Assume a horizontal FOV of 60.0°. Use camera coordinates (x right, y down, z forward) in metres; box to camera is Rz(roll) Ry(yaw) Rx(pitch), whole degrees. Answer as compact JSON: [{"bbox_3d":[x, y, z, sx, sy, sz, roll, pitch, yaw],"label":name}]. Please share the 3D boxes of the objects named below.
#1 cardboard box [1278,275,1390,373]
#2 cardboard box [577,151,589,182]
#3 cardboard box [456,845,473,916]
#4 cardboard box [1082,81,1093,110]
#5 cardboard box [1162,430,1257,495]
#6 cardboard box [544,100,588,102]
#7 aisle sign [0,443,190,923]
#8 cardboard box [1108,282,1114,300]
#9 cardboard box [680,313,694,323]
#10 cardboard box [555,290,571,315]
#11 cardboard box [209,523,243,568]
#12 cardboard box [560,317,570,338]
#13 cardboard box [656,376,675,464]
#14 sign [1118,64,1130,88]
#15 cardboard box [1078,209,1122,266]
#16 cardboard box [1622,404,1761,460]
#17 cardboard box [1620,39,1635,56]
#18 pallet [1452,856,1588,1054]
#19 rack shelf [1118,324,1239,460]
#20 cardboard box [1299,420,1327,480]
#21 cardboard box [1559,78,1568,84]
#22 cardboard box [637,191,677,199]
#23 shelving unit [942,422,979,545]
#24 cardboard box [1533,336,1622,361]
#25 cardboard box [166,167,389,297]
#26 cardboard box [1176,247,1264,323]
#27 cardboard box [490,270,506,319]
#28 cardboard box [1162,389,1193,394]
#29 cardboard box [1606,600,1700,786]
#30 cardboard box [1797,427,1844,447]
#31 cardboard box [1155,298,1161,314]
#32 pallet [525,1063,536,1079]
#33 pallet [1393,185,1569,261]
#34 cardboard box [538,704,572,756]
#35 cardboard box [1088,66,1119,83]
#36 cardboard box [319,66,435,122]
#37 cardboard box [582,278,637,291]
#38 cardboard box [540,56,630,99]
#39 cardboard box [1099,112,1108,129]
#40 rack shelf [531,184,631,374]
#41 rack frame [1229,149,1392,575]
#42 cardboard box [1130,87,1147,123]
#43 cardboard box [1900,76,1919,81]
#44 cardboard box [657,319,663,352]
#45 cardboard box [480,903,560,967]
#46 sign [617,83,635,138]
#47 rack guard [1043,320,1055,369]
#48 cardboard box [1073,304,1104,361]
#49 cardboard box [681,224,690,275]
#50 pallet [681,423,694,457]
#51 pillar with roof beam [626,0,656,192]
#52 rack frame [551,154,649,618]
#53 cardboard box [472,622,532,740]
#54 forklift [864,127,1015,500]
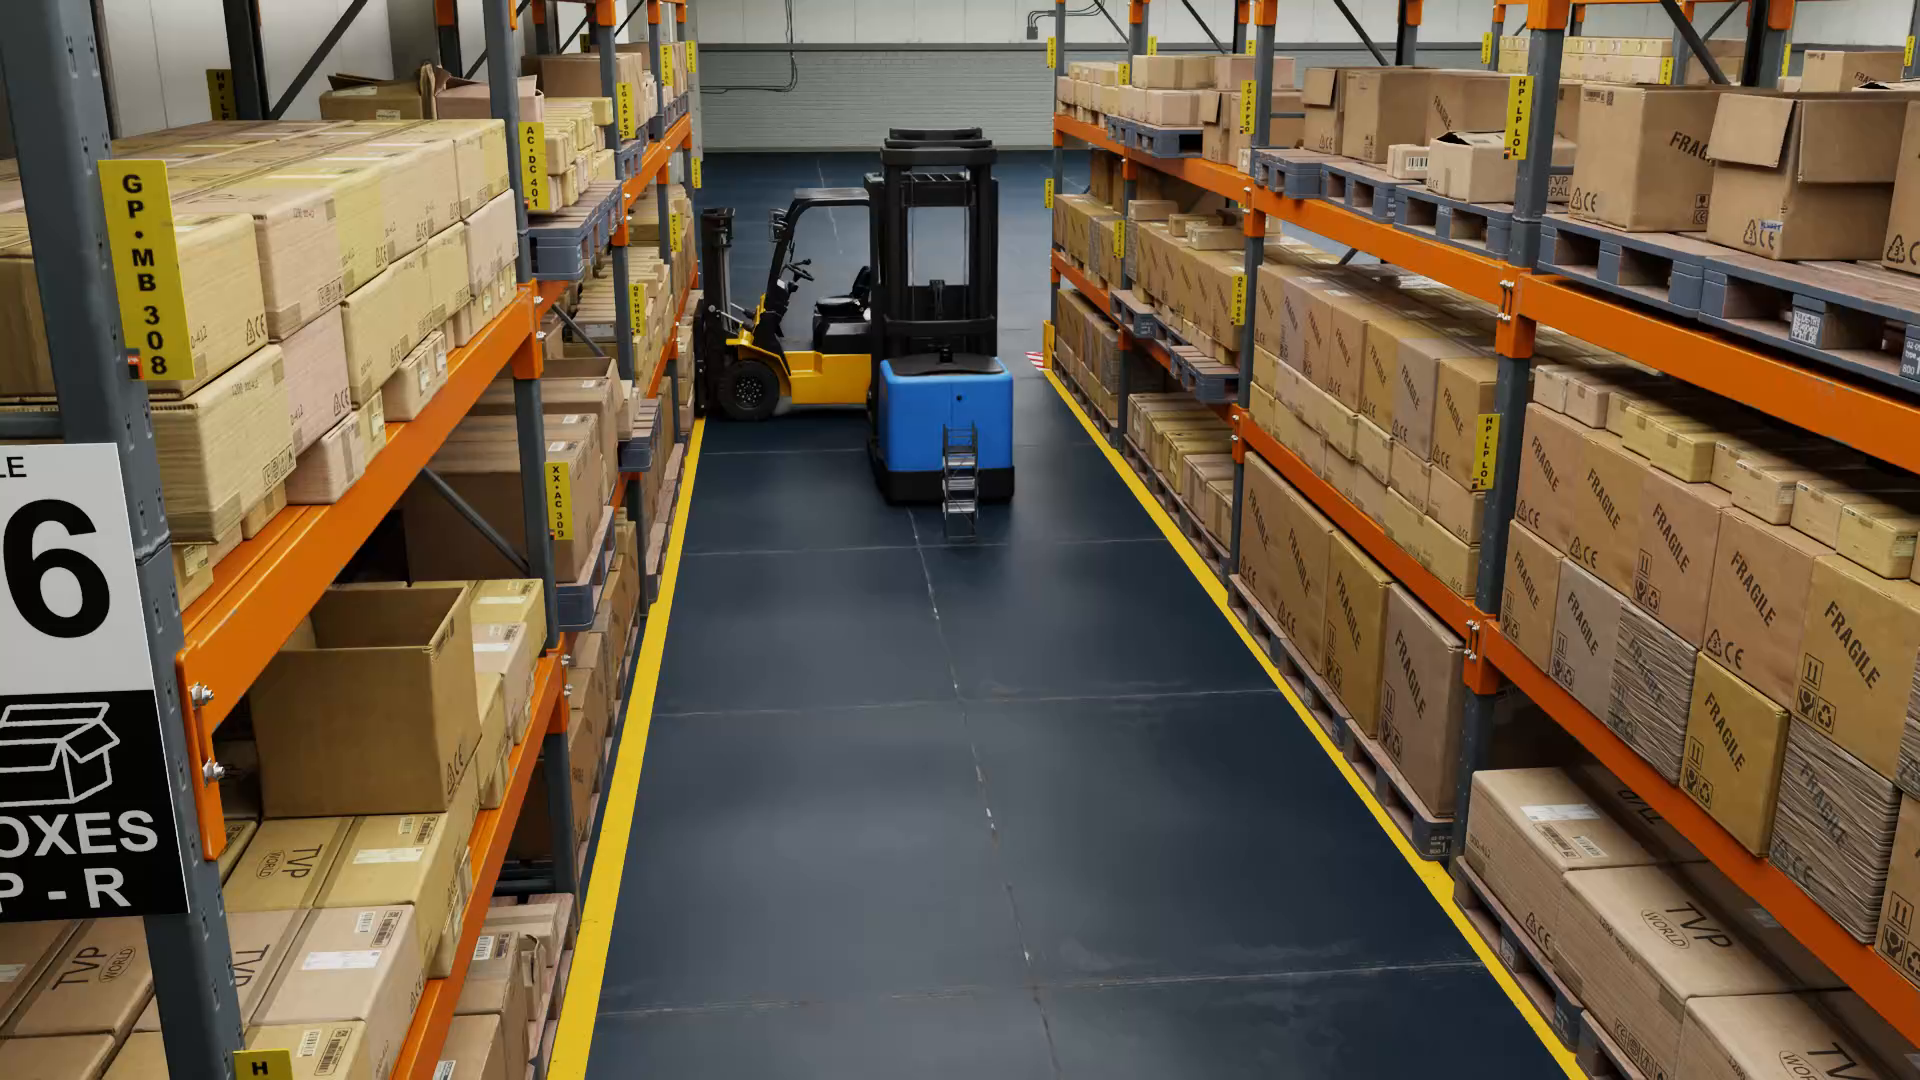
[{"bbox_3d":[2.230,-1.294,9.954,0.500,0.500,0.500,-2,18,-5],"label":"cardboard box"},{"bbox_3d":[-1.906,-1.690,7.595,0.380,0.149,0.250,-2,18,-6],"label":"cardboard box"},{"bbox_3d":[-1.642,1.017,4.848,0.380,0.149,0.250,-1,17,-4],"label":"cardboard box"},{"bbox_3d":[1.477,-4.341,16.243,0.500,0.250,0.500,-1,17,-4],"label":"cardboard box"},{"bbox_3d":[2.156,-0.632,13.368,0.950,0.372,0.625,-1,17,-4],"label":"cardboard box"},{"bbox_3d":[-2.324,-2.433,9.500,0.380,0.149,0.250,-2,18,-8],"label":"cardboard box"},{"bbox_3d":[-1.451,0.238,2.571,0.394,0.787,0.004,-2,18,-6],"label":"aisle sign"},{"bbox_3d":[1.580,-2.303,15.425,0.380,0.149,0.250,-1,17,-4],"label":"cardboard box"},{"bbox_3d":[-2.878,-2.085,16.530,0.500,0.250,0.500,-2,18,-7],"label":"cardboard box"},{"bbox_3d":[-2.959,-1.669,11.736,0.380,0.149,0.250,-2,18,-6],"label":"cardboard box"},{"bbox_3d":[-1.605,-0.024,3.157,0.380,0.149,0.250,-1,17,-5],"label":"cardboard box"},{"bbox_3d":[-2.953,-1.361,11.420,0.500,0.250,0.500,-2,18,-5],"label":"cardboard box"},{"bbox_3d":[-2.923,-1.021,14.183,0.875,0.625,0.625,-1,17,-3],"label":"cardboard box"},{"bbox_3d":[1.410,-3.921,14.289,0.100,0.325,0.005,-2,18,-6],"label":"sign"},{"bbox_3d":[1.480,-3.037,16.680,0.500,0.500,0.500,-2,18,-7],"label":"cardboard box"},{"bbox_3d":[2.624,-0.385,5.976,0.380,0.149,0.250,-2,18,-6],"label":"cardboard box"},{"bbox_3d":[6.456,-4.635,15.644,0.380,0.149,0.250,-2,18,-6],"label":"cardboard box"},{"bbox_3d":[2.775,1.680,6.973,1.003,0.211,1.213,-2,18,-6],"label":"pallet"},{"bbox_3d":[2.155,-1.324,13.086,1.077,0.370,4.000,-2,18,-6],"label":"rack shelf"},{"bbox_3d":[2.281,-0.537,9.630,0.500,0.250,0.500,-1,17,-4],"label":"cardboard box"},{"bbox_3d":[6.323,-4.633,16.970,0.380,0.149,0.250,-2,18,-5],"label":"cardboard box"},{"bbox_3d":[-3.092,-3.473,16.984,0.380,0.149,0.250,-2,18,-5],"label":"cardboard box"},{"bbox_3d":[0.001,-0.427,12.535,0.258,0.900,0.210,-2,18,-6],"label":"shelving unit"},{"bbox_3d":[2.935,-0.695,8.046,0.500,0.500,0.500,-2,18,-6],"label":"cardboard box"},{"bbox_3d":[-1.645,-0.714,3.856,0.500,0.250,0.500,-2,18,-6],"label":"cardboard box"},{"bbox_3d":[1.921,-1.892,12.331,0.500,0.500,0.500,-3,18,-9],"label":"cardboard box"},{"bbox_3d":[-1.810,-0.865,5.836,0.380,0.149,0.250,-2,18,-6],"label":"cardboard box"},{"bbox_3d":[2.157,-1.335,15.812,0.500,0.250,0.500,-3,18,-8],"label":"cardboard box"},{"bbox_3d":[2.655,0.519,5.848,0.500,0.500,0.500,-2,18,-5],"label":"cardboard box"},{"bbox_3d":[3.163,-0.327,5.791,0.380,0.149,0.250,-2,18,-6],"label":"cardboard box"},{"bbox_3d":[1.799,-1.934,13.548,0.380,0.149,0.250,-2,17,-5],"label":"cardboard box"},{"bbox_3d":[-1.964,2.175,5.398,1.003,0.211,1.213,-2,18,-6],"label":"pallet"},{"bbox_3d":[2.630,-1.491,7.729,0.805,0.209,1.217,-2,18,-8],"label":"pallet"},{"bbox_3d":[-1.935,0.843,7.374,0.380,0.149,0.250,-1,17,-3],"label":"cardboard box"},{"bbox_3d":[1.444,-4.501,16.087,0.380,0.149,0.250,-2,17,-5],"label":"cardboard box"},{"bbox_3d":[-2.263,-1.713,6.480,0.396,0.266,0.258,-2,18,-6],"label":"cardboard box"},{"bbox_3d":[-2.582,-1.836,12.269,0.380,0.149,0.250,-2,18,-6],"label":"cardboard box"},{"bbox_3d":[-2.408,-2.867,10.758,0.500,0.500,0.500,-2,18,-5],"label":"cardboard box"},{"bbox_3d":[1.521,-3.966,15.712,0.380,0.149,0.250,-1,17,-4],"label":"cardboard box"},{"bbox_3d":[-2.369,-1.409,8.349,1.077,0.370,4.000,-2,18,-6],"label":"rack shelf"},{"bbox_3d":[2.361,-1.071,11.081,1.000,3.000,0.127,-2,18,-6],"label":"rack frame"},{"bbox_3d":[1.664,-3.485,13.312,0.500,0.250,0.500,-2,18,-6],"label":"cardboard box"},{"bbox_3d":[7.314,-3.415,12.821,0.500,0.311,0.500,-2,18,-7],"label":"cardboard box"},{"bbox_3d":[-2.598,-1.596,13.004,0.500,0.250,0.500,-2,18,-5],"label":"cardboard box"},{"bbox_3d":[-1.813,1.592,6.657,0.380,0.149,0.250,-2,18,-7],"label":"cardboard box"},{"bbox_3d":[-2.035,-2.610,10.113,0.100,0.325,0.005,-2,18,-6],"label":"sign"},{"bbox_3d":[1.544,-2.239,18.975,1.175,0.500,0.348,-2,18,-6],"label":"rack guard"},{"bbox_3d":[1.449,-2.139,17.121,0.500,0.500,0.500,-1,17,-5],"label":"cardboard box"},{"bbox_3d":[-2.991,-2.902,16.745,0.500,0.500,0.500,-2,18,-7],"label":"cardboard box"},{"bbox_3d":[-3.028,-1.016,15.561,1.003,0.211,1.213,-2,18,-6],"label":"pallet"},{"bbox_3d":[-1.181,-9.635,28.344,9.100,9.000,0.400,-2,18,-6],"label":"pillar with roof beam"},{"bbox_3d":[-2.575,-0.916,10.589,1.000,3.000,0.127,-2,18,-6],"label":"rack frame"},{"bbox_3d":[-1.801,0.498,5.837,0.500,0.250,0.500,-2,18,-5],"label":"cardboard box"},{"bbox_3d":[-0.252,-2.115,14.521,1.130,2.935,3.031,-2,18,-7],"label":"forklift"}]
